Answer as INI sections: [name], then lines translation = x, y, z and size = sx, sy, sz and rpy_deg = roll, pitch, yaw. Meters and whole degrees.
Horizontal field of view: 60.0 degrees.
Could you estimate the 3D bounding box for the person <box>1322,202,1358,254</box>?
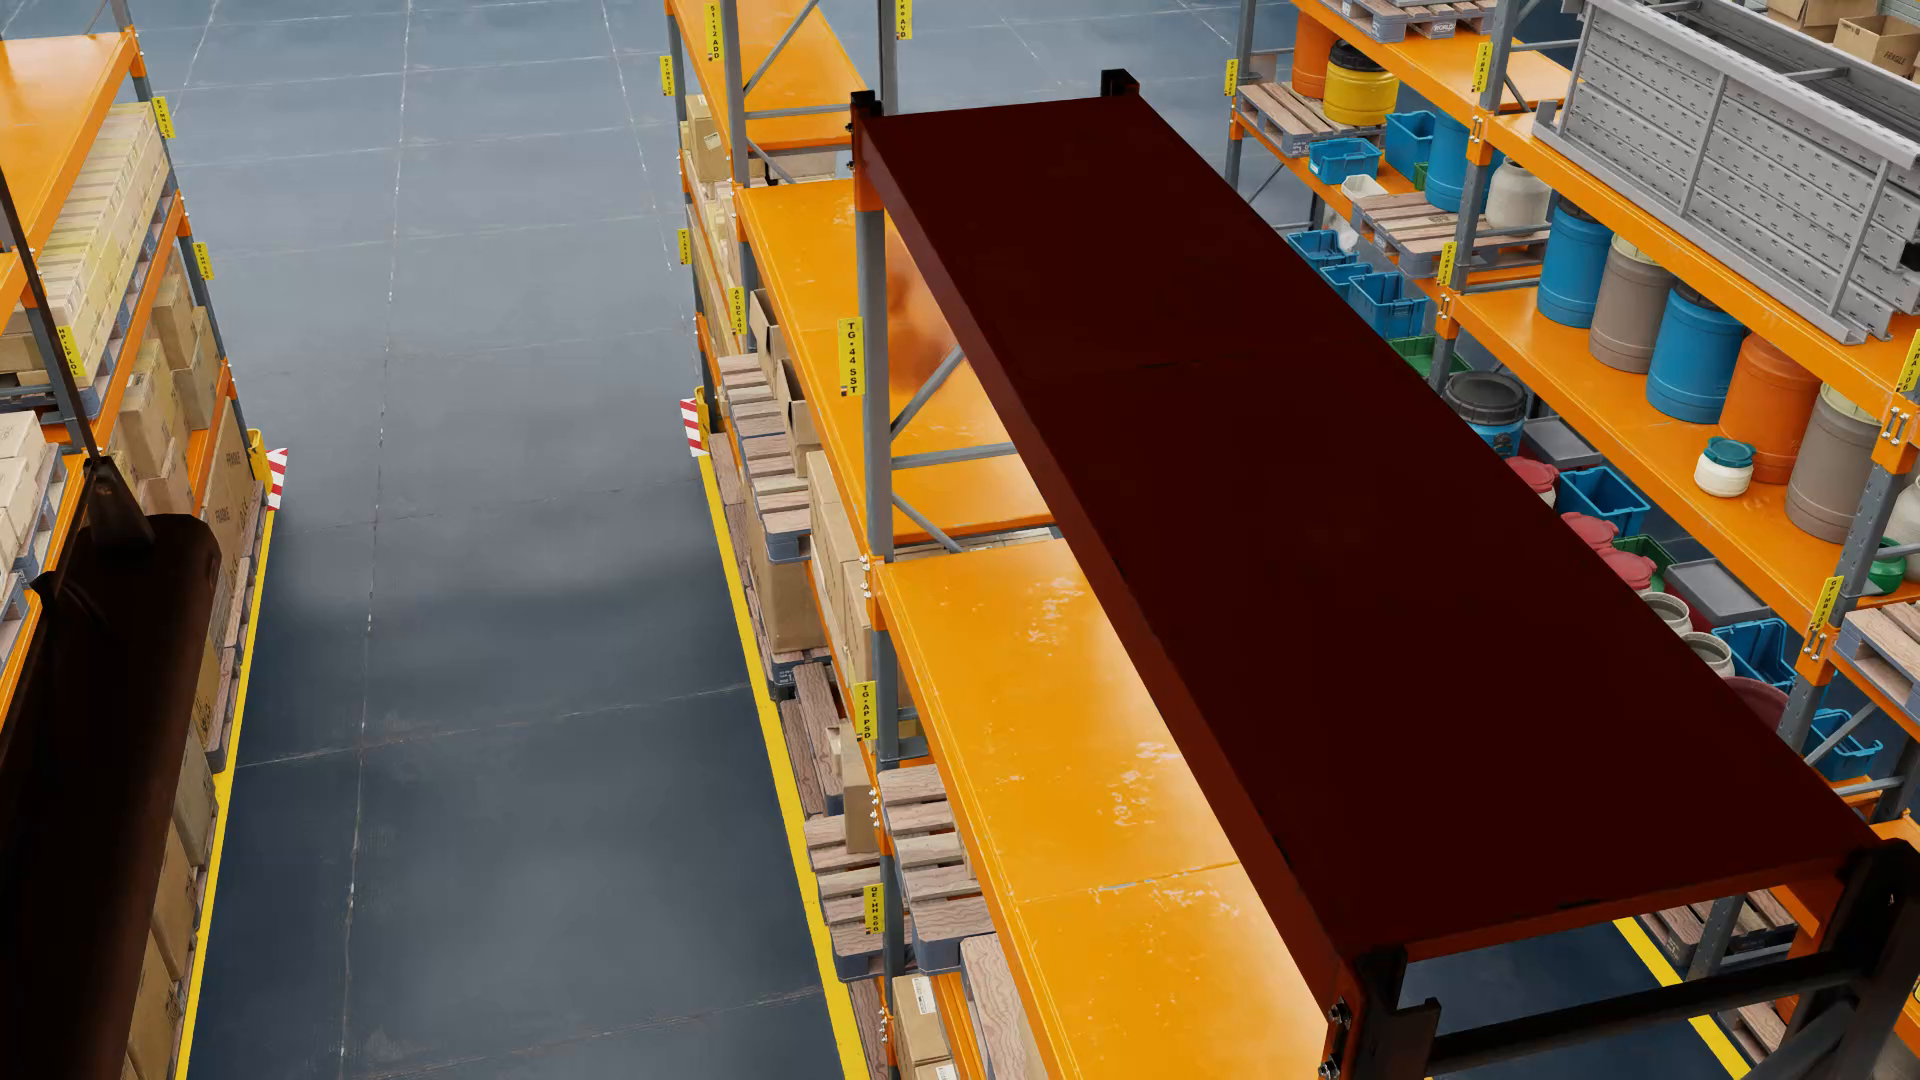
[person]
translation = 3.869, -3.001, 16.951
size = 0.715, 1.742, 0.602
rpy_deg = -23, 41, -30
